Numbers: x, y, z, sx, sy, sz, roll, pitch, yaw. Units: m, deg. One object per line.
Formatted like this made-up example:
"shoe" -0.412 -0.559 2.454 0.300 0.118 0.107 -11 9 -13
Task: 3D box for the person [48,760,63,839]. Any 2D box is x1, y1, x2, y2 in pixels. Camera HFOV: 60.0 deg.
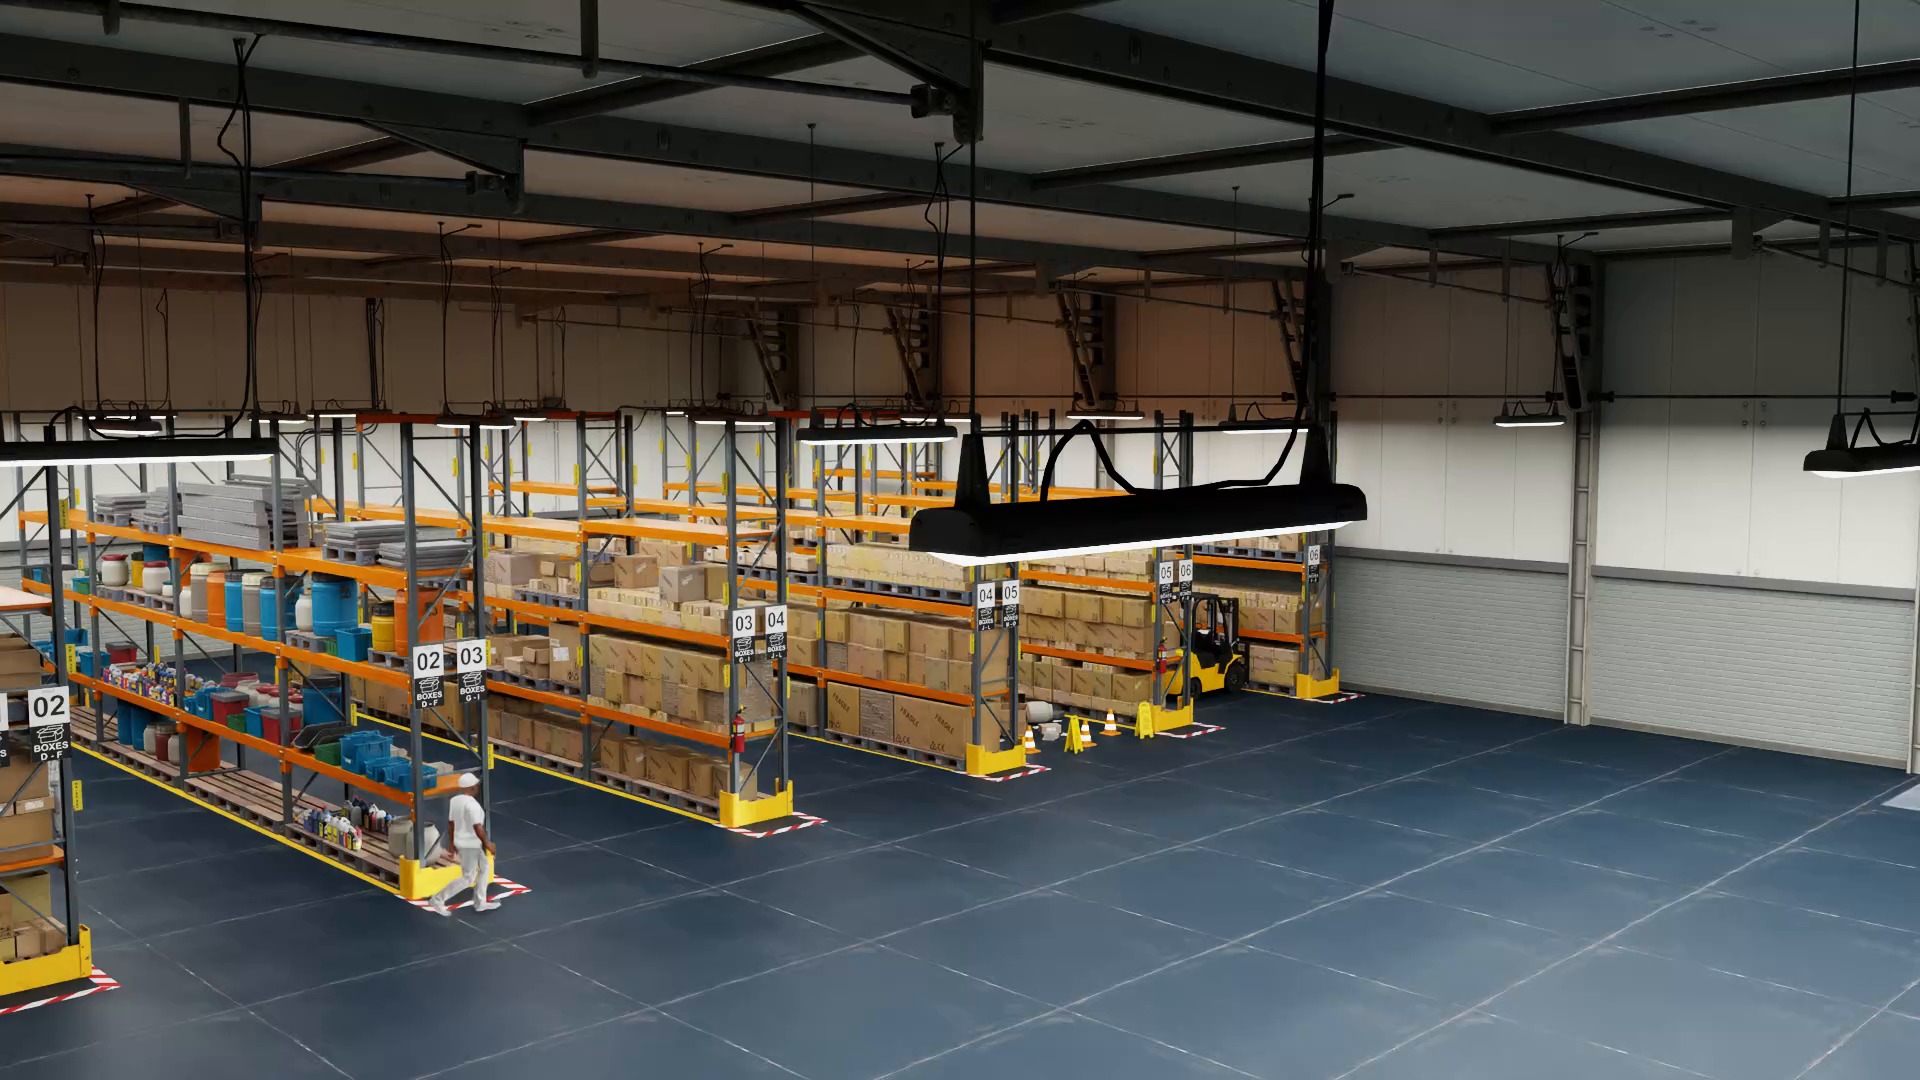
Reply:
"person" -12.967 3.450 23.648 0.850 1.655 0.514 2 5 23

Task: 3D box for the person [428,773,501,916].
"person" -6.046 3.704 20.214 0.880 1.729 0.548 -2 6 -26
